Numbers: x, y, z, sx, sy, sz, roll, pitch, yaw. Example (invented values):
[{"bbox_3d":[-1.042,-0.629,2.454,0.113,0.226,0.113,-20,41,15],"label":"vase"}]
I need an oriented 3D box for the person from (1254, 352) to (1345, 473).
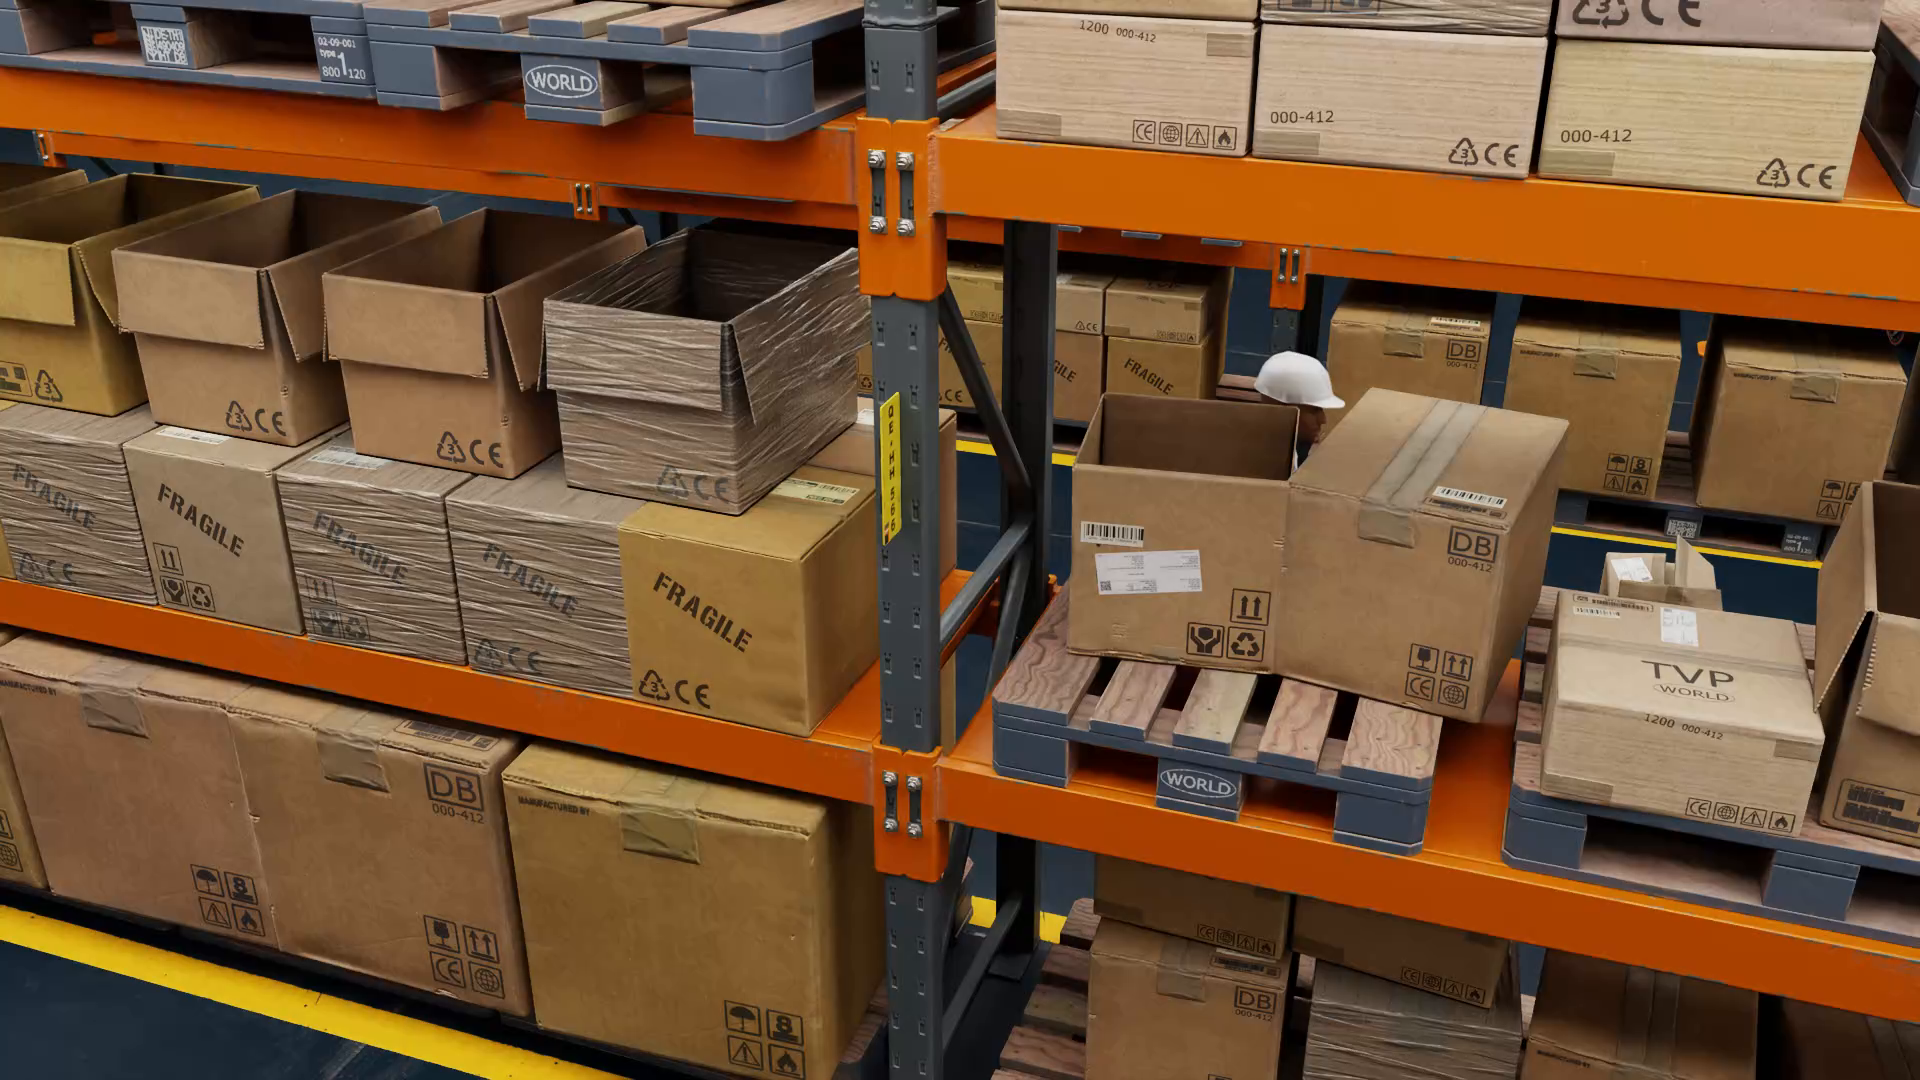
[{"bbox_3d":[1.002,0.201,5.670,0.463,1.760,0.631,10,27,20],"label":"person"}]
